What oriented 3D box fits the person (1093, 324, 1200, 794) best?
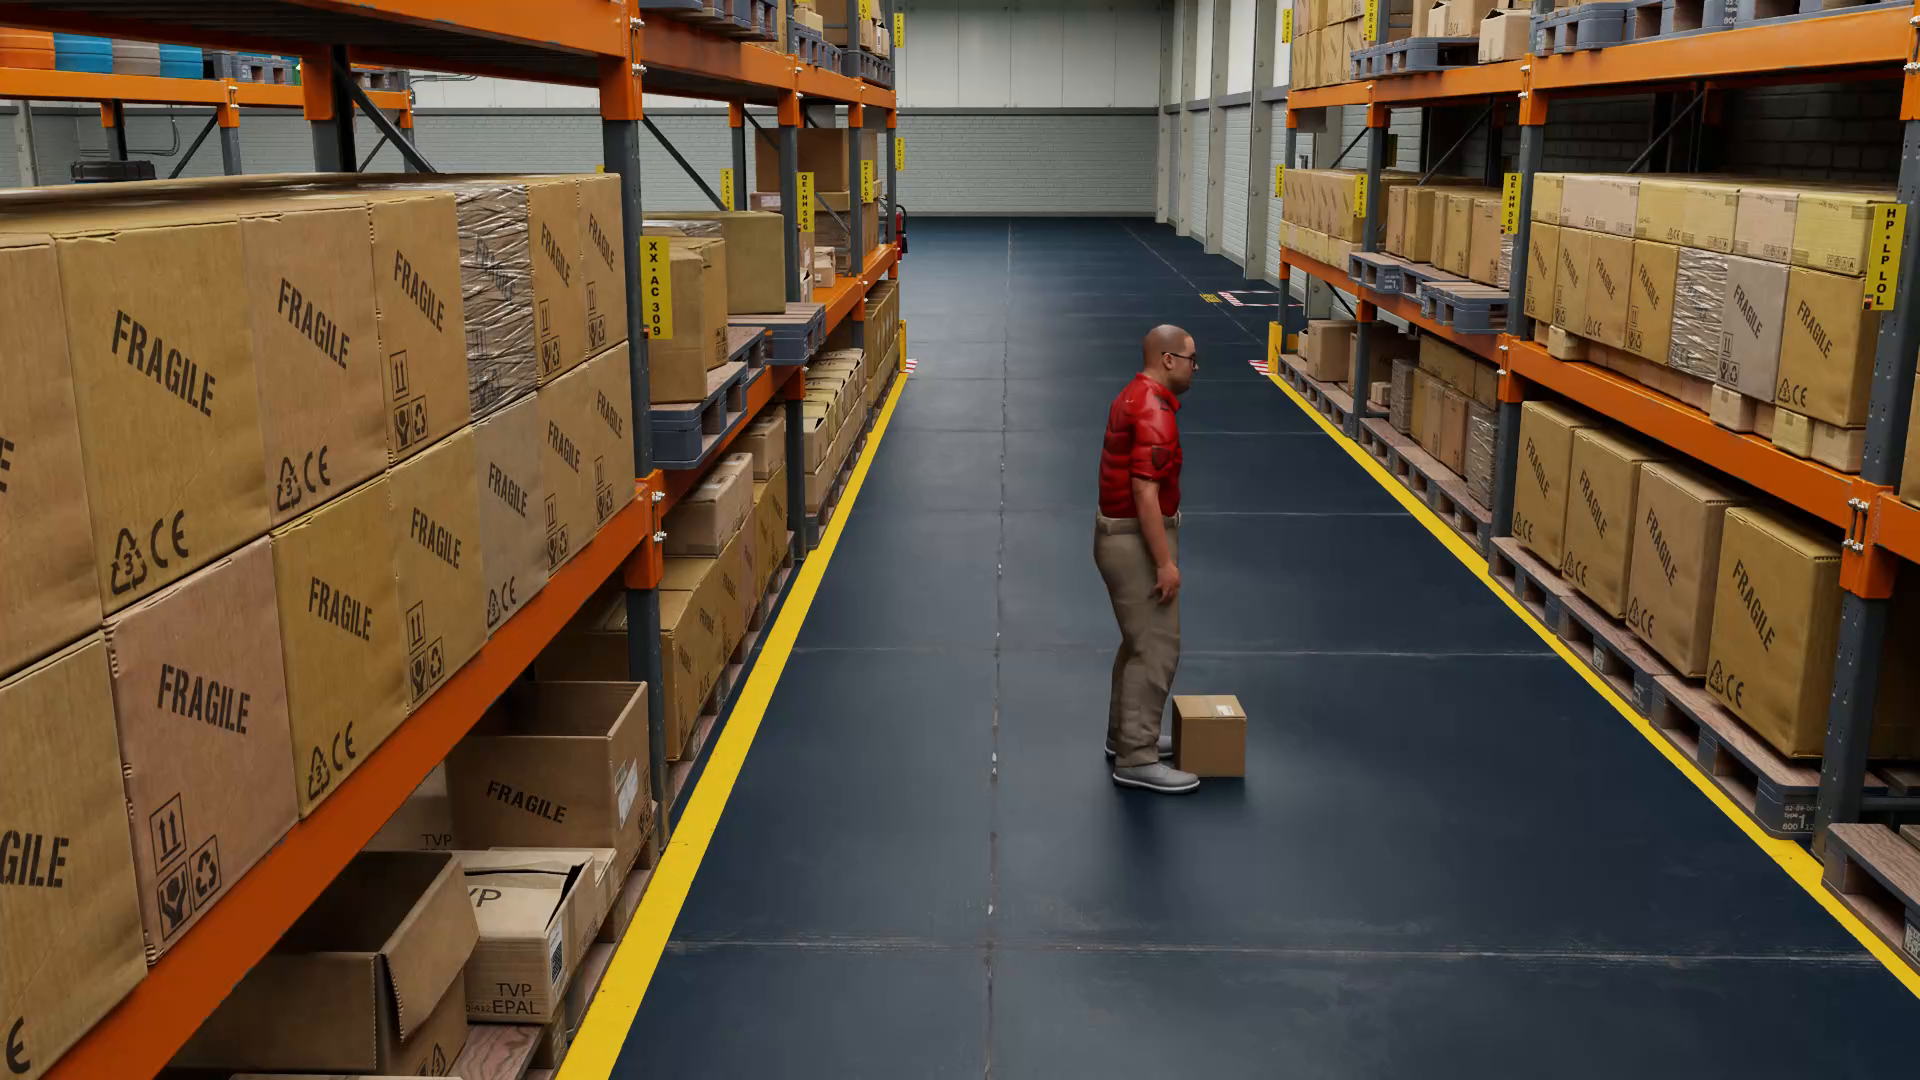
[{"bbox_3d":[0.713,0.049,6.329,0.392,1.726,0.605,0,14,-2],"label":"person"}]
